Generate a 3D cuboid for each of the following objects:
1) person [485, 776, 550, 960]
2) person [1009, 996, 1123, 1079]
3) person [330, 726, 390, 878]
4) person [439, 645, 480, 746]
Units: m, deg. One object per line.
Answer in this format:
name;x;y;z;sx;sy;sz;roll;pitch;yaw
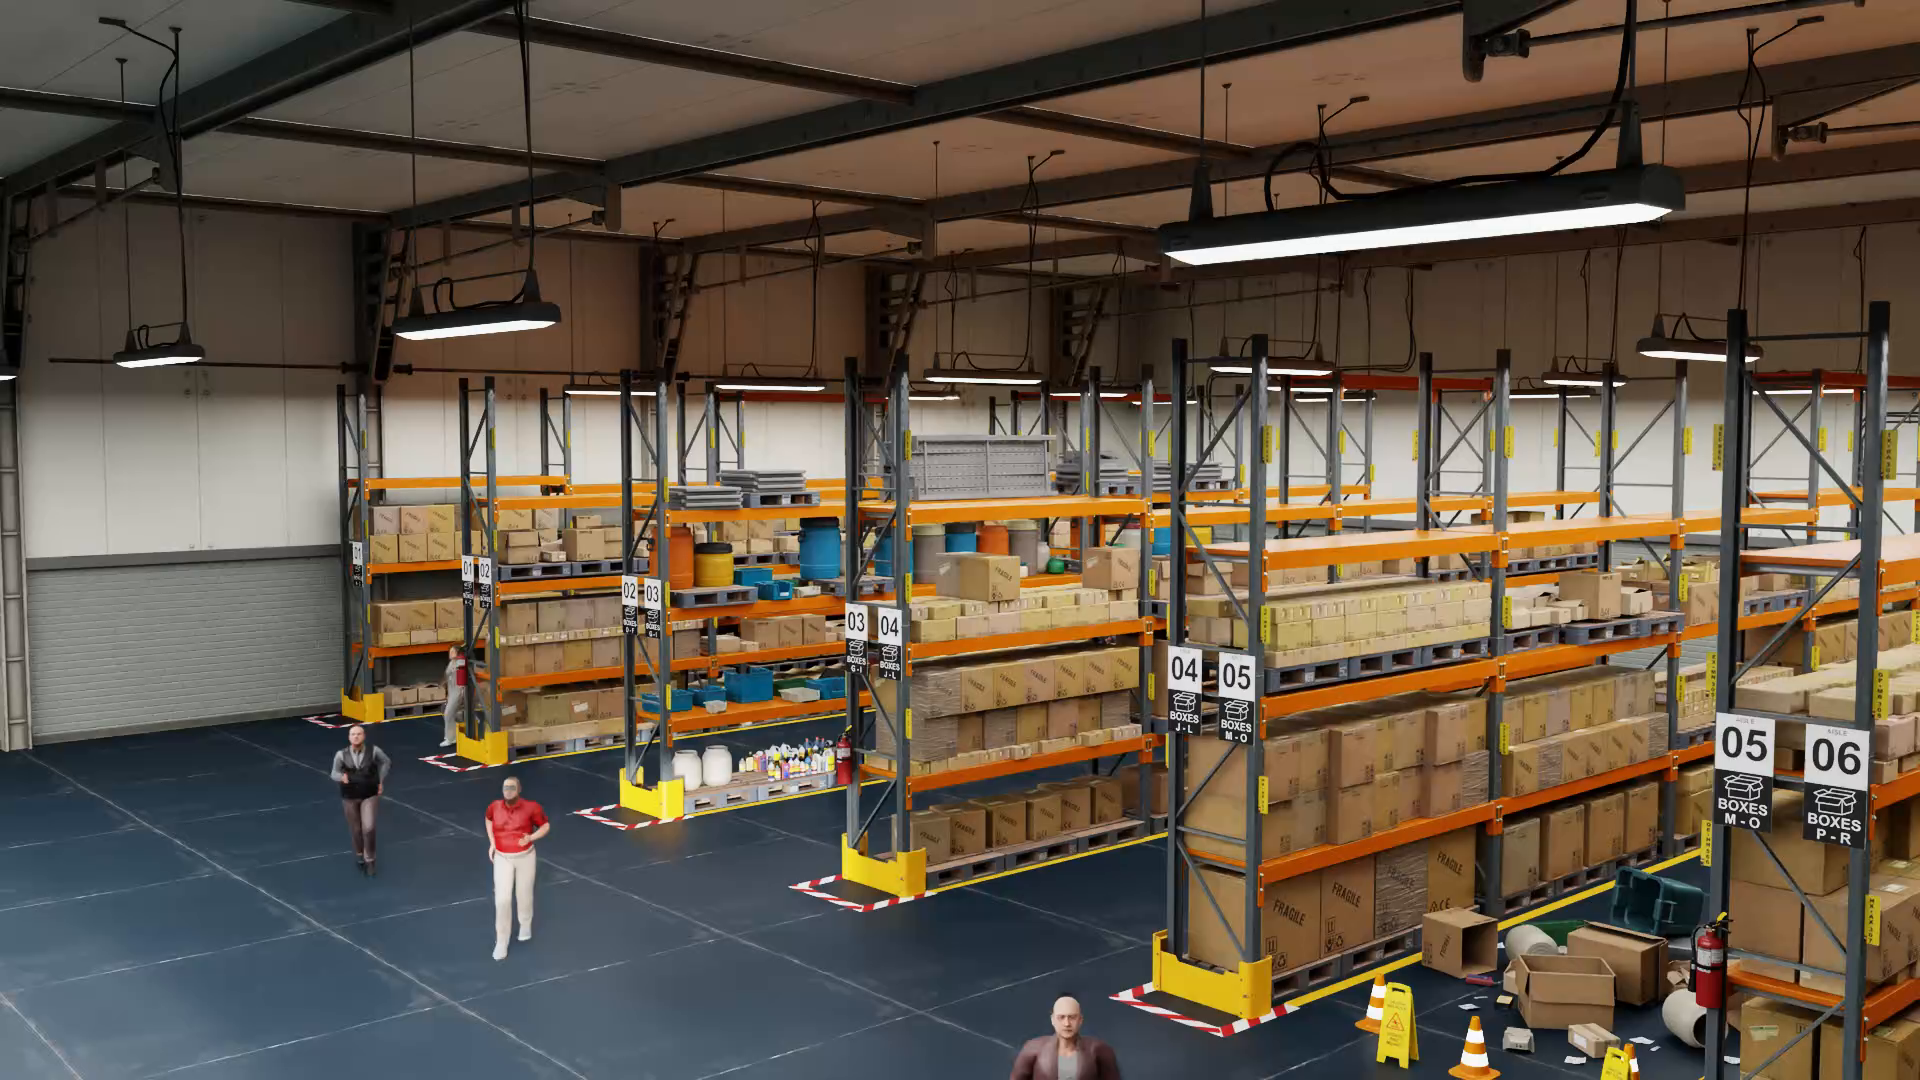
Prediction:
person;-4.401;3.228;16.544;0.650;1.788;0.810;-1;4;-9
person;0.648;3.636;10.150;0.709;1.732;0.674;0;4;2
person;-6.993;3.045;19.383;0.635;1.770;0.756;-1;4;-11
person;-8.284;2.554;27.493;0.742;1.654;0.603;-3;5;-43
